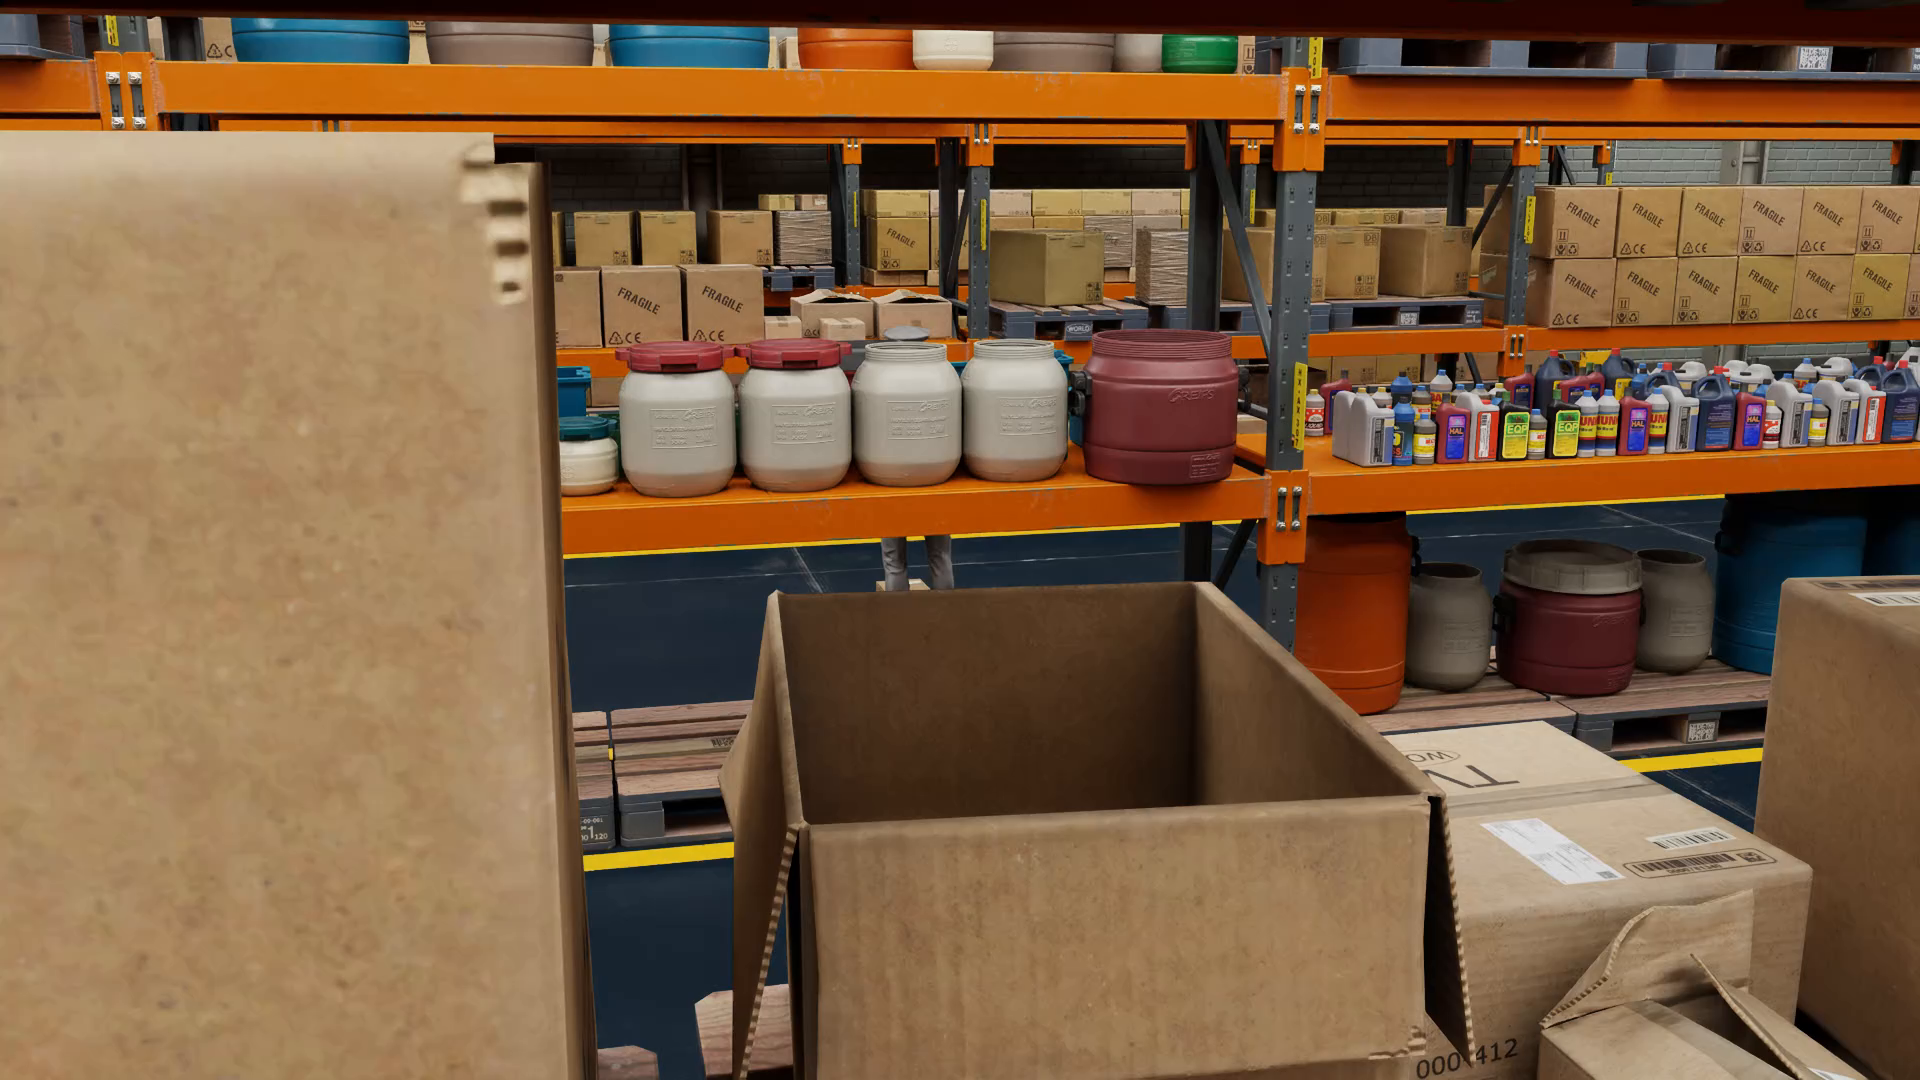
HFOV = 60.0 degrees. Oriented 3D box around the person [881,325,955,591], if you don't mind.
[{"bbox_3d":[-0.239,-0.269,8.646,0.529,1.664,0.371,-3,13,-13],"label":"person"}]
